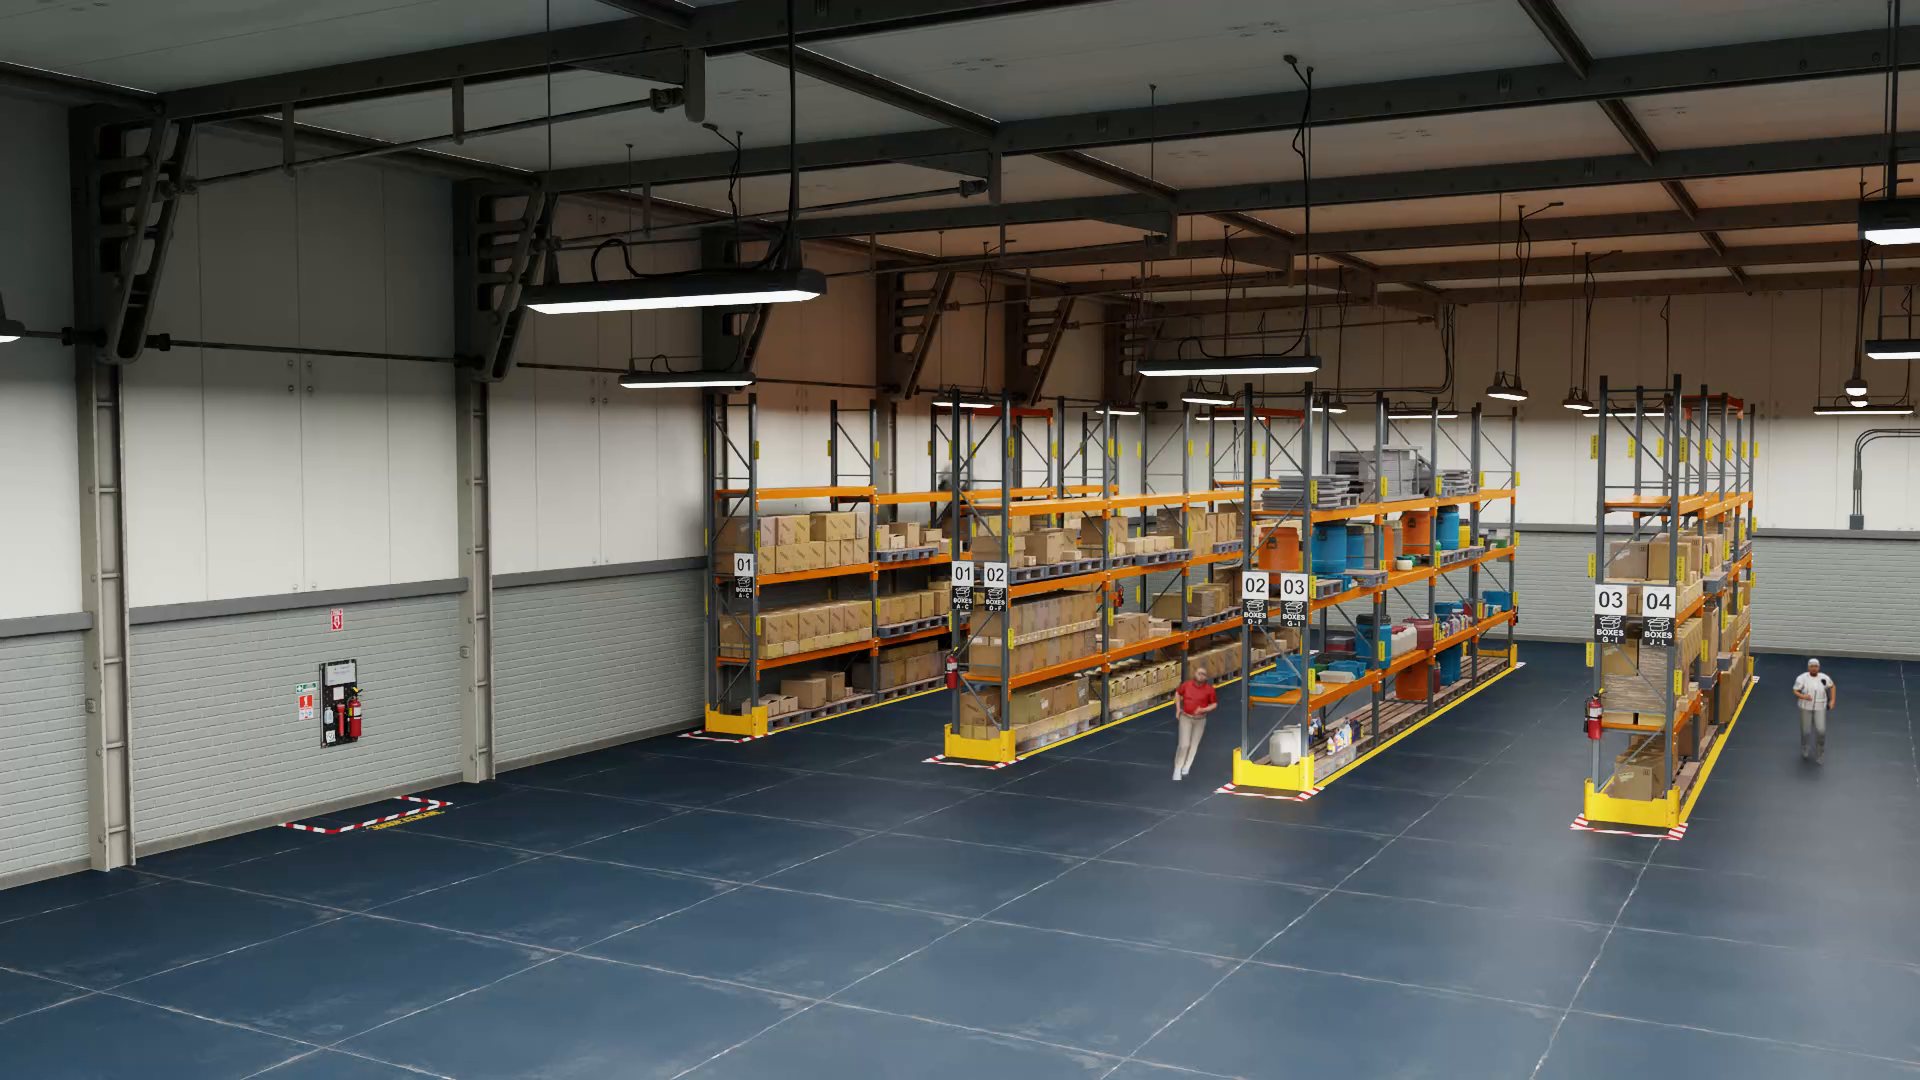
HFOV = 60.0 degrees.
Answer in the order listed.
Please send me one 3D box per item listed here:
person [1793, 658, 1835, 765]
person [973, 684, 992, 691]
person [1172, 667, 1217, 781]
[{"bbox_3d":[13.671,2.757,26.628,0.625,1.732,0.712,1,3,23],"label":"person"},{"bbox_3d":[0.480,2.483,30.326,0.685,1.806,0.701,1,3,20],"label":"person"},{"bbox_3d":[3.570,2.806,25.317,0.675,1.762,0.683,0,3,4],"label":"person"}]
